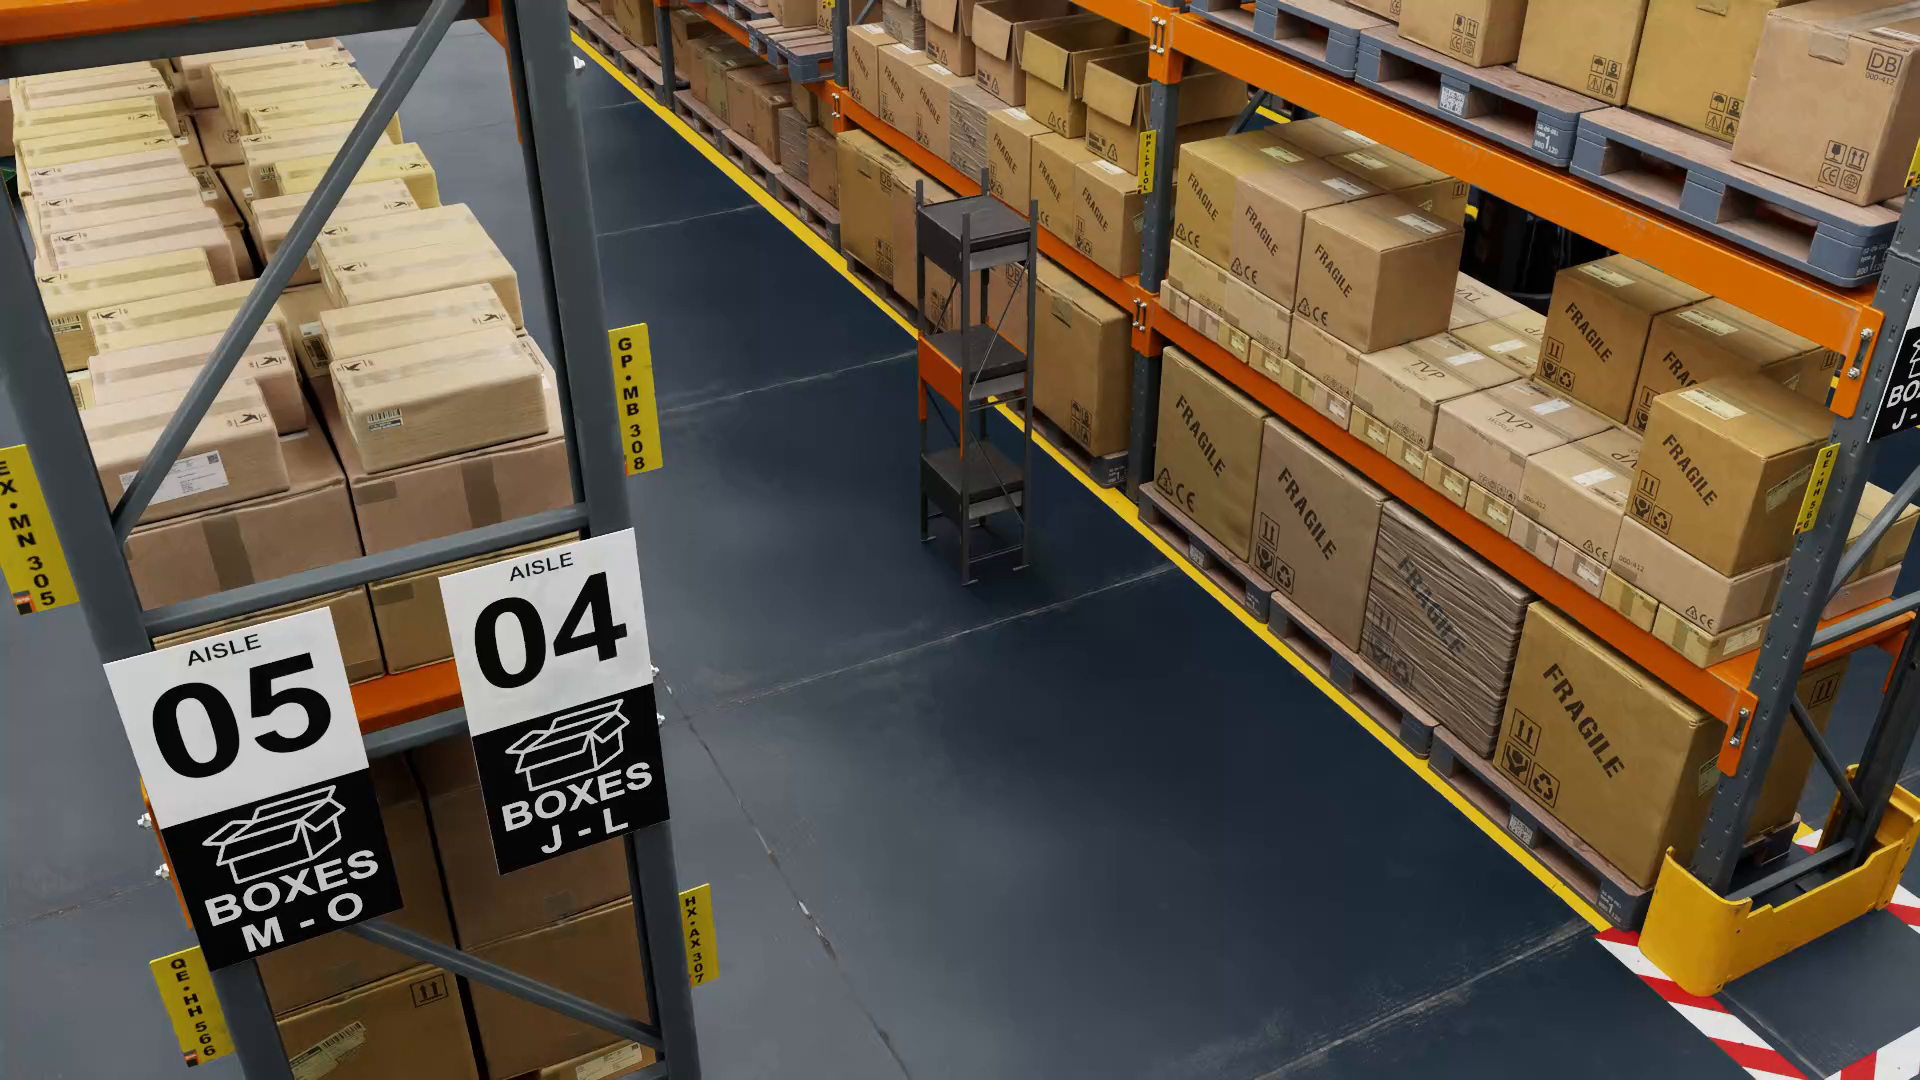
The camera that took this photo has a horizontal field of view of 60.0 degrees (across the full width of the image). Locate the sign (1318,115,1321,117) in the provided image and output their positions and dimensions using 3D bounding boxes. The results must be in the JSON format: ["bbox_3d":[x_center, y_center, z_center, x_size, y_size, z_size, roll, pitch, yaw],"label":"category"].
[{"bbox_3d":[1.922,-2.154,8.975,0.100,0.325,0.005,-16,36,-23],"label":"sign"}]

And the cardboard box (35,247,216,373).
[{"bbox_3d":[-1.921,-0.535,3.848,0.380,0.149,0.250,-15,36,-22],"label":"cardboard box"}]

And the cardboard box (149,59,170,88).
[{"bbox_3d":[-2.817,-1.552,5.436,0.380,0.149,0.250,-16,36,-24],"label":"cardboard box"}]

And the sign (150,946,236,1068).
[{"bbox_3d":[-1.639,1.001,3.559,0.100,0.325,0.005,-16,36,-23],"label":"sign"}]

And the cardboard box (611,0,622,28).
[{"bbox_3d":[-3.303,-5.585,17.133,0.500,0.500,0.500,-13,35,-19],"label":"cardboard box"}]

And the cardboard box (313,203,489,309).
[{"bbox_3d":[-1.366,-0.688,4.088,0.380,0.149,0.250,-15,36,-22],"label":"cardboard box"}]

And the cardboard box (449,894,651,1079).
[{"bbox_3d":[-1.103,1.041,4.495,0.500,0.500,0.500,-14,35,-21],"label":"cardboard box"}]

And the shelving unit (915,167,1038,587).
[{"bbox_3d":[0.077,-0.805,8.579,0.431,2.100,0.503,-16,36,-23],"label":"shelving unit"}]

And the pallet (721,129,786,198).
[{"bbox_3d":[-1.361,-3.306,14.233,1.003,0.211,1.213,-16,36,-23],"label":"pallet"}]

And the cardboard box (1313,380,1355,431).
[{"bbox_3d":[1.880,-0.667,7.762,0.380,0.149,0.250,-15,36,-23],"label":"cardboard box"}]

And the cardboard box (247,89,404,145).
[{"bbox_3d":[-1.854,-1.188,4.868,0.380,0.149,0.250,-17,36,-24],"label":"cardboard box"}]

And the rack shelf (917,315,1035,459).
[{"bbox_3d":[0.077,-0.794,8.586,0.431,0.518,0.480,-16,36,-23],"label":"rack shelf"}]

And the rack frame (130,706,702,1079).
[{"bbox_3d":[-1.138,1.492,4.159,1.000,3.000,0.127,-16,36,-23],"label":"rack frame"}]

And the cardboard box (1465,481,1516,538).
[{"bbox_3d":[2.362,-0.176,6.995,0.380,0.149,0.250,-17,36,-24],"label":"cardboard box"}]

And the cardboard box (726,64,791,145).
[{"bbox_3d":[-1.564,-3.769,14.281,0.700,0.500,0.500,-19,37,-27],"label":"cardboard box"}]

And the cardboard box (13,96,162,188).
[{"bbox_3d":[-2.512,-1.156,4.818,0.380,0.149,0.250,-14,35,-21],"label":"cardboard box"}]

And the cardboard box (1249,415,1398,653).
[{"bbox_3d":[2.088,-0.134,8.277,0.875,0.875,0.875,-16,36,-23],"label":"cardboard box"}]

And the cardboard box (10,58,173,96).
[{"bbox_3d":[-2.991,-1.537,5.783,0.500,0.250,0.500,-15,35,-22],"label":"cardboard box"}]

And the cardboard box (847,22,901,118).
[{"bbox_3d":[-0.447,-3.267,11.495,0.500,0.500,0.500,-15,35,-22],"label":"cardboard box"}]

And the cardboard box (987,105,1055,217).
[{"bbox_3d":[0.498,-2.298,9.983,0.500,0.500,0.500,-16,36,-24],"label":"cardboard box"}]

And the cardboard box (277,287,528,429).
[{"bbox_3d":[-1.357,-0.442,4.073,0.500,0.250,0.500,-16,36,-24],"label":"cardboard box"}]

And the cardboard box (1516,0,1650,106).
[{"bbox_3d":[2.567,-2.000,6.254,0.700,0.500,0.500,-18,37,-26],"label":"cardboard box"}]

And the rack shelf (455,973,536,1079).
[{"bbox_3d":[-2.071,0.840,5.843,1.077,0.370,4.000,-16,36,-23],"label":"rack shelf"}]

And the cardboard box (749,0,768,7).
[{"bbox_3d":[-1.450,-4.373,13.050,0.396,0.266,0.258,-17,36,-24],"label":"cardboard box"}]

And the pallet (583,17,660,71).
[{"bbox_3d":[-3.216,-5.155,17.119,1.003,0.211,1.213,-16,36,-23],"label":"pallet"}]

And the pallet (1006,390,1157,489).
[{"bbox_3d":[1.005,-0.791,10.308,1.003,0.211,1.213,-16,36,-23],"label":"pallet"}]

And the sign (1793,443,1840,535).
[{"bbox_3d":[2.810,-0.165,5.452,0.100,0.325,0.005,-16,36,-23],"label":"sign"}]

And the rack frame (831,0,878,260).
[{"bbox_3d":[-0.433,-3.525,11.990,1.000,3.000,0.127,-16,36,-23],"label":"rack frame"}]

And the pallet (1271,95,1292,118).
[{"bbox_3d":[3.621,-3.976,15.279,1.003,0.211,1.213,-16,36,-23],"label":"pallet"}]

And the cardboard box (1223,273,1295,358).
[{"bbox_3d":[1.646,-1.150,8.146,0.500,0.250,0.500,-16,36,-23],"label":"cardboard box"}]

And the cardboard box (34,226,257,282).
[{"bbox_3d":[-2.054,-0.563,4.262,0.500,0.250,0.500,-15,36,-22],"label":"cardboard box"}]

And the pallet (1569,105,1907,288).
[{"bbox_3d":[2.941,-1.284,5.795,1.003,0.211,1.213,-16,36,-23],"label":"pallet"}]

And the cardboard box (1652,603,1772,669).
[{"bbox_3d":[2.839,0.311,6.235,0.380,0.149,0.250,-15,36,-22],"label":"cardboard box"}]

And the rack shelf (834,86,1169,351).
[{"bbox_3d":[0.499,-2.268,10.695,1.077,0.370,4.000,-16,36,-23],"label":"rack shelf"}]

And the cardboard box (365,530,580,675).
[{"bbox_3d":[-1.122,0.014,3.825,0.500,0.250,0.500,-15,35,-21],"label":"cardboard box"}]

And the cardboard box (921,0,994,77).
[{"bbox_3d":[0.195,-3.325,10.655,0.797,0.503,0.637,-15,36,-22],"label":"cardboard box"}]

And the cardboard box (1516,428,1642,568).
[{"bbox_3d":[2.600,-0.176,6.626,0.500,0.250,0.500,-17,36,-24],"label":"cardboard box"}]

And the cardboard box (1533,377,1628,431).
[{"bbox_3d":[2.832,-0.554,7.215,0.500,0.250,0.500,-17,36,-25],"label":"cardboard box"}]

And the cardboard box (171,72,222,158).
[{"bbox_3d":[-2.331,-1.420,5.599,0.500,0.250,0.500,-17,37,-25],"label":"cardboard box"}]

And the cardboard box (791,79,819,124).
[{"bbox_3d":[-1.029,-3.536,13.222,0.500,0.250,0.500,-12,35,-18],"label":"cardboard box"}]

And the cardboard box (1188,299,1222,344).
[{"bbox_3d":[1.398,-1.160,8.532,0.380,0.149,0.250,-17,36,-25],"label":"cardboard box"}]

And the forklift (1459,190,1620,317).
[{"bbox_3d":[3.135,-1.767,9.310,1.130,2.935,3.031,-3,33,-5],"label":"forklift"}]

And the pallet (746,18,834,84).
[{"bbox_3d":[-0.860,-3.758,12.531,1.213,0.211,1.003,-16,36,-23],"label":"pallet"}]

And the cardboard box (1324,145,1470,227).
[{"bbox_3d":[2.112,-1.602,8.156,0.500,0.500,0.500,-15,36,-23],"label":"cardboard box"}]

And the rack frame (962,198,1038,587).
[{"bbox_3d":[0.191,-0.689,8.397,0.400,2.100,0.015,-16,36,-23],"label":"rack frame"}]

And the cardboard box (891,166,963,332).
[{"bbox_3d":[0.279,-2.045,11.261,1.225,0.875,0.875,-16,36,-23],"label":"cardboard box"}]

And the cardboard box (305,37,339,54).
[{"bbox_3d":[-2.332,-1.685,5.644,0.380,0.149,0.250,-16,36,-23],"label":"cardboard box"}]

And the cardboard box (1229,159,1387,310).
[{"bbox_3d":[1.652,-1.464,7.942,0.500,0.500,0.500,-16,36,-23],"label":"cardboard box"}]
